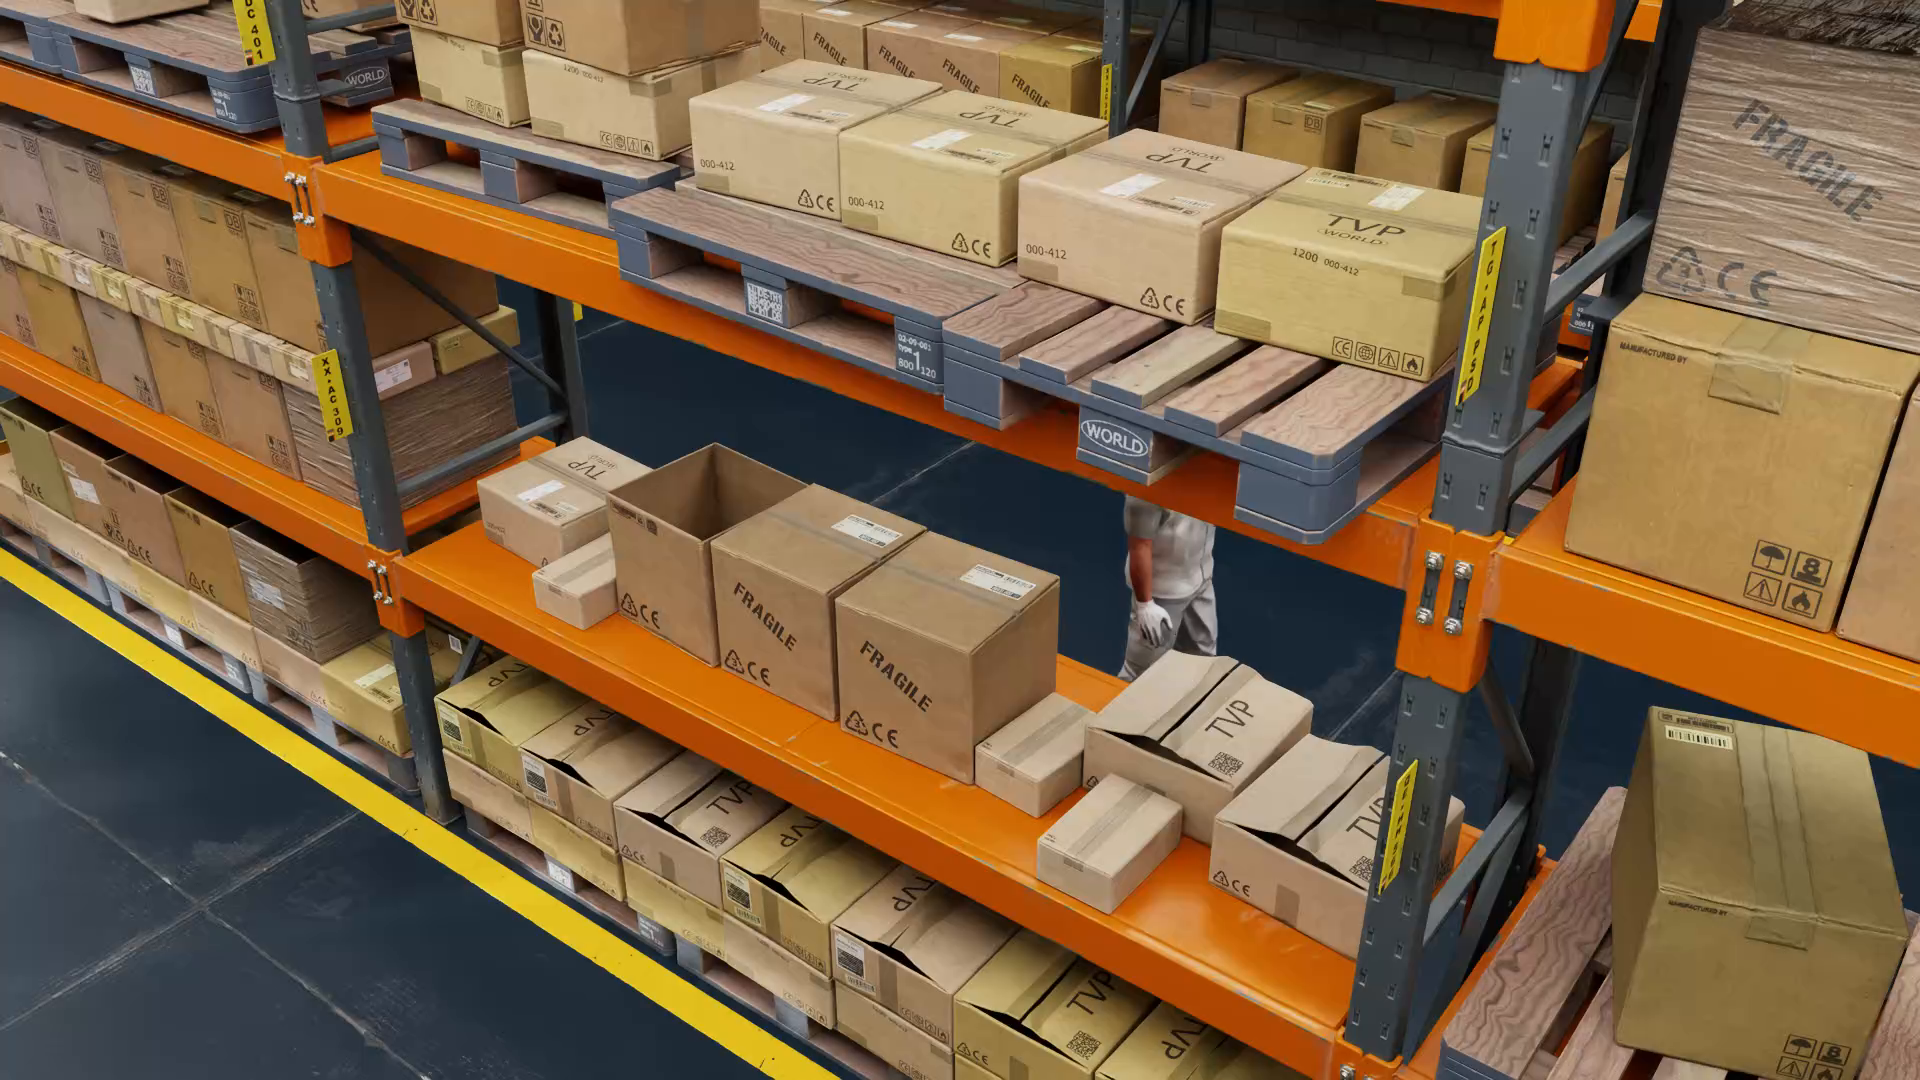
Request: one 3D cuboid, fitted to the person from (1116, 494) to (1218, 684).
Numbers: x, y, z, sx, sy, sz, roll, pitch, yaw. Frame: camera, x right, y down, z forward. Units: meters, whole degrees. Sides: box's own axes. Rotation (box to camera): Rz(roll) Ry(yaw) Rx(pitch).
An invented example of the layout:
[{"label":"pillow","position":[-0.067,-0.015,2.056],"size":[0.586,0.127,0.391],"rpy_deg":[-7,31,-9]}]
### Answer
[{"label":"person","position":[0.935,0.197,6.763],"size":[0.625,1.786,0.562],"rpy_deg":[18,35,28]}]
